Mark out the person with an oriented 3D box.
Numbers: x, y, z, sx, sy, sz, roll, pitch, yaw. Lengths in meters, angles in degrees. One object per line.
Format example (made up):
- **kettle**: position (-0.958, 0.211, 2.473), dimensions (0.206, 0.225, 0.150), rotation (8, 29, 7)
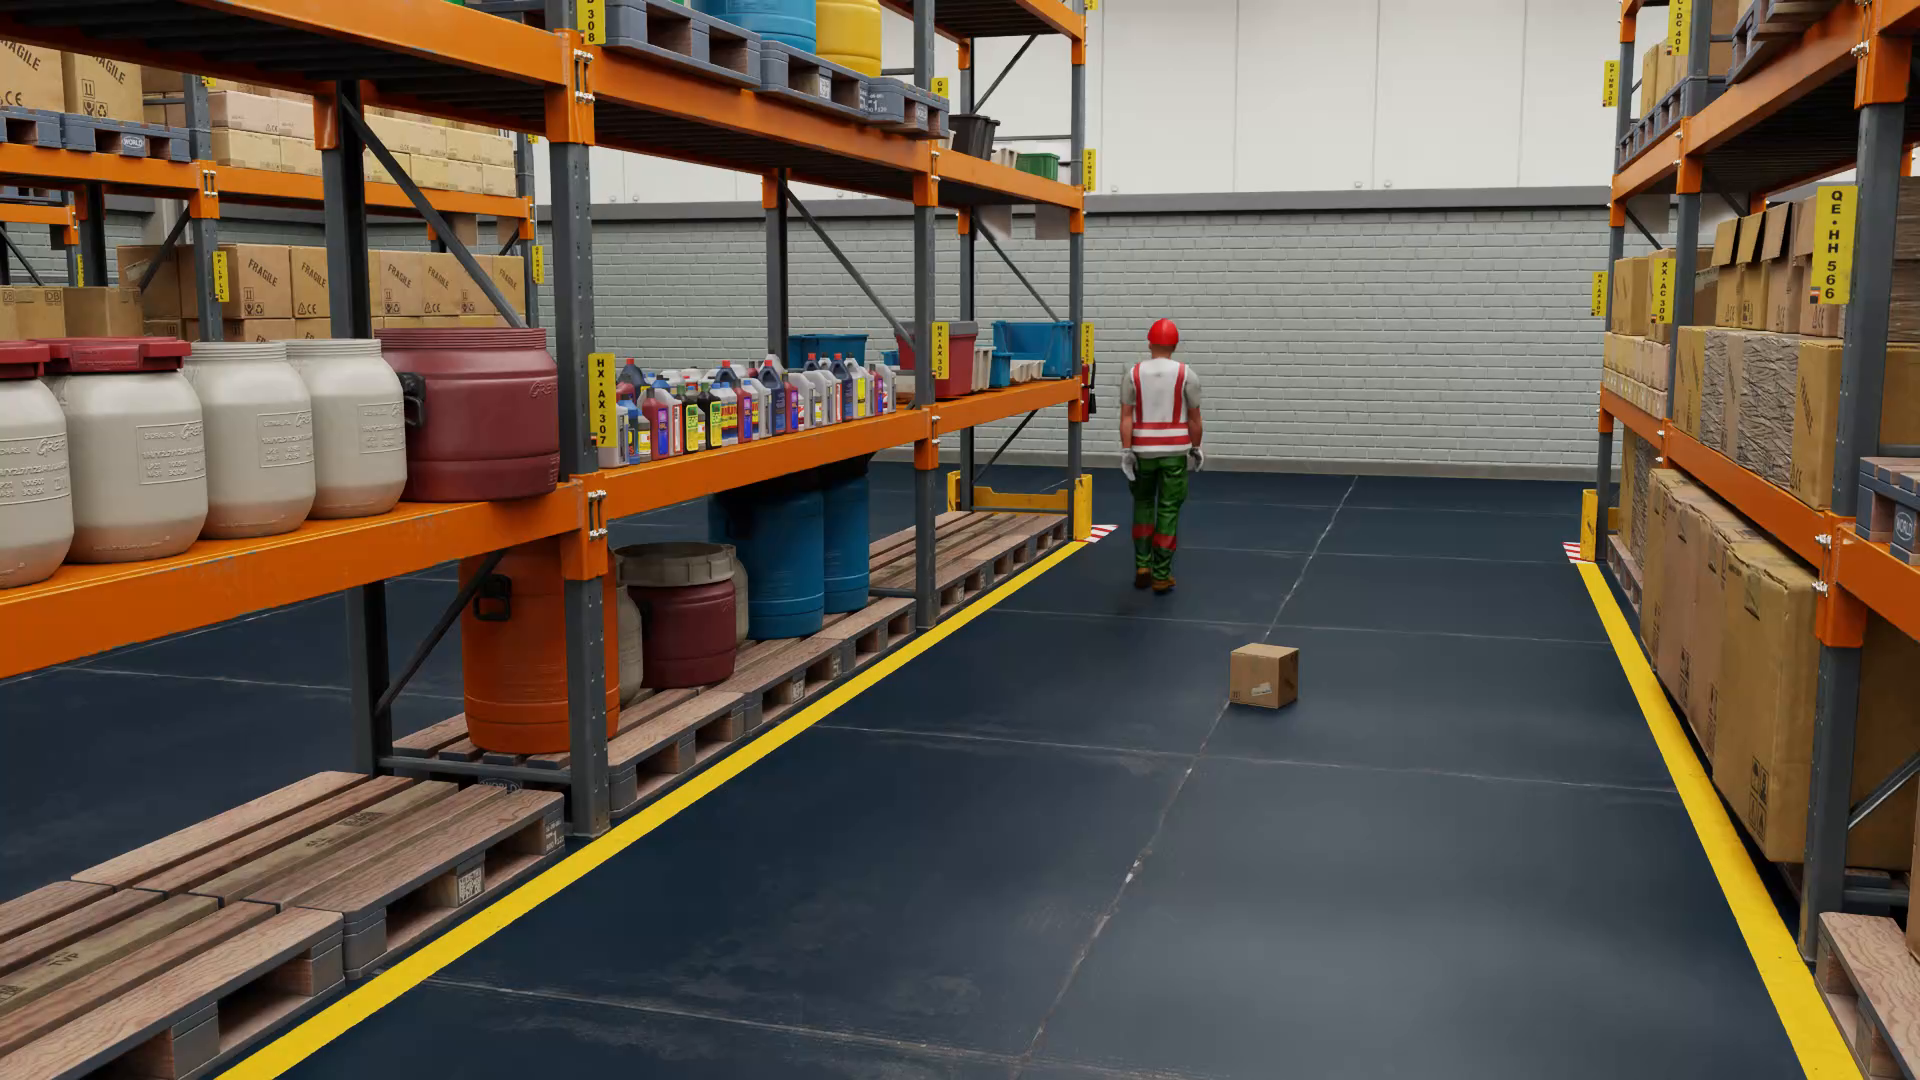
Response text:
- **person**: position (1.344, -0.546, 11.076), dimensions (0.531, 1.846, 0.538), rotation (2, 9, 16)
